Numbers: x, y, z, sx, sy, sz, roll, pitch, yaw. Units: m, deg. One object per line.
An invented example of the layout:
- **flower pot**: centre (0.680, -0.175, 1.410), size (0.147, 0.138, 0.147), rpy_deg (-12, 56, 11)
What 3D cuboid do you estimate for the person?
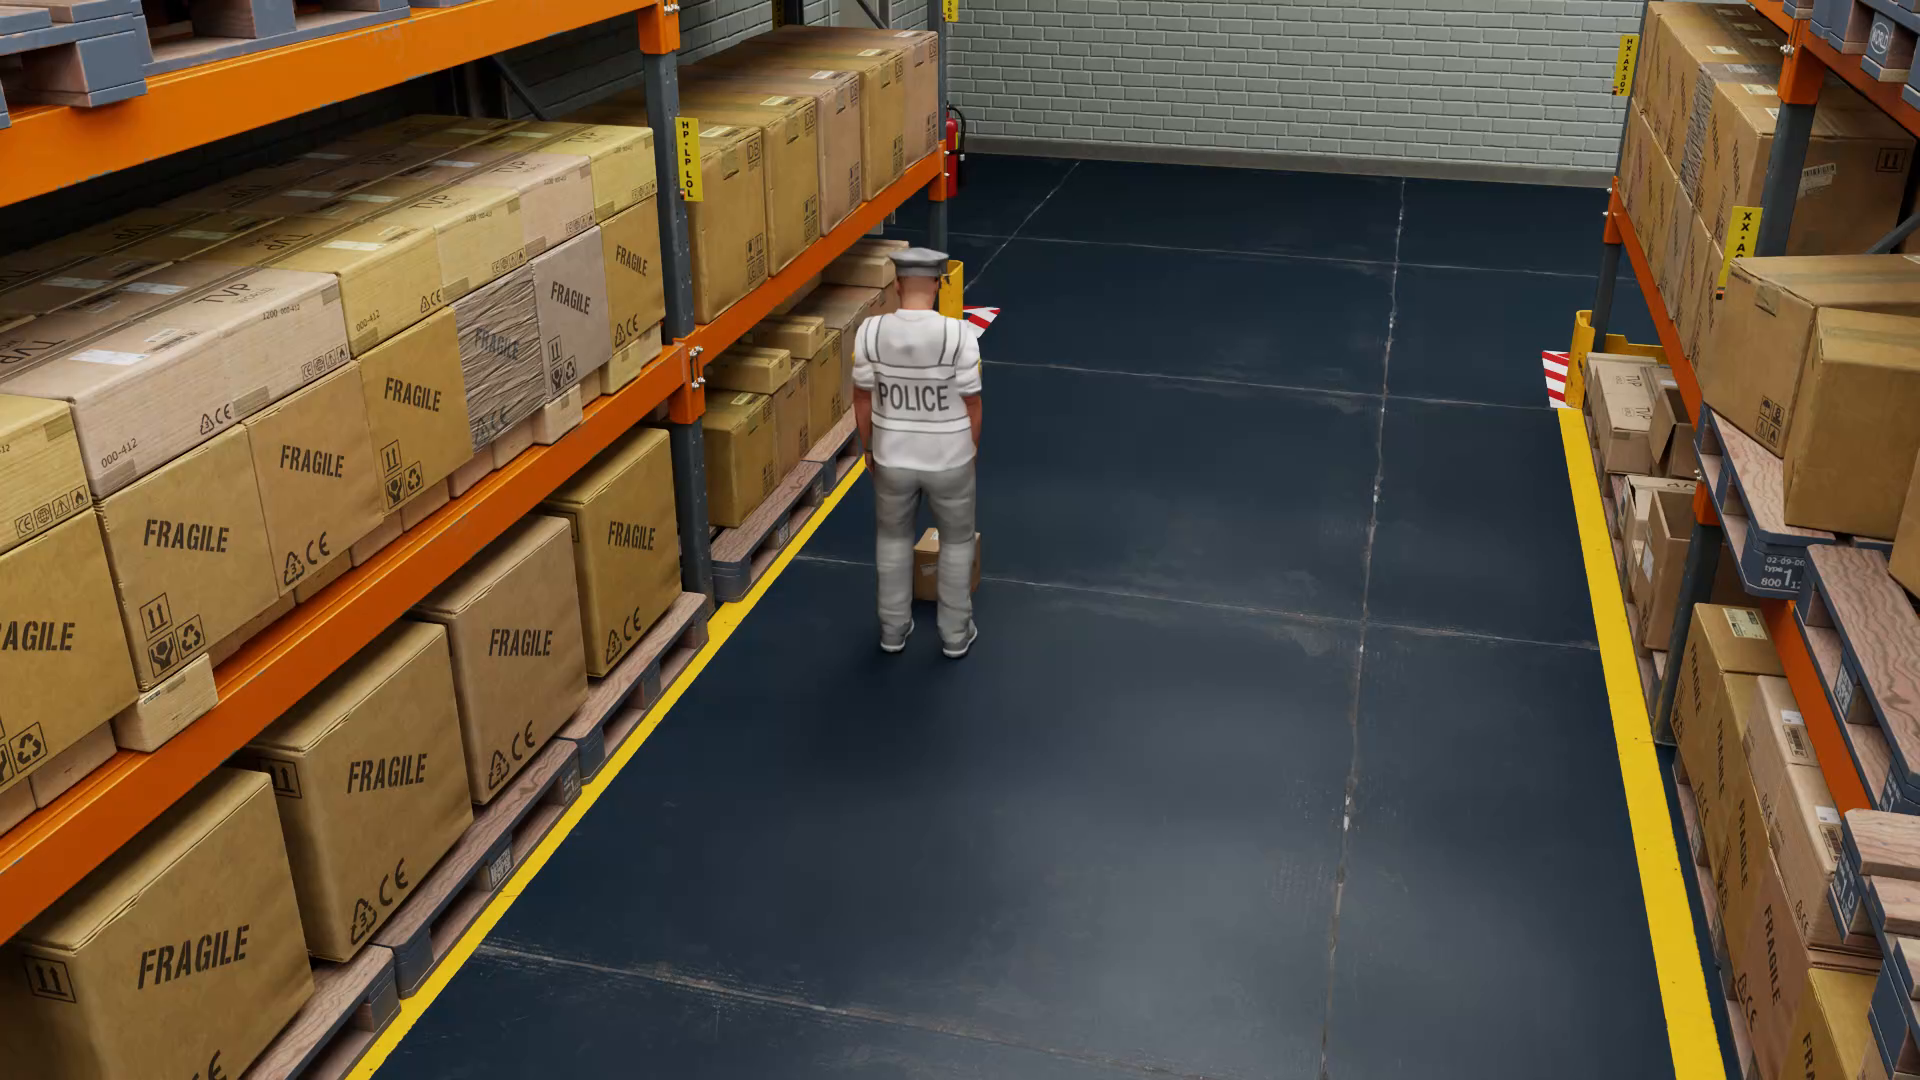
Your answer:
- **person**: centre (-0.170, -0.338, 6.849), size (0.534, 1.736, 0.389), rpy_deg (4, 26, 9)
